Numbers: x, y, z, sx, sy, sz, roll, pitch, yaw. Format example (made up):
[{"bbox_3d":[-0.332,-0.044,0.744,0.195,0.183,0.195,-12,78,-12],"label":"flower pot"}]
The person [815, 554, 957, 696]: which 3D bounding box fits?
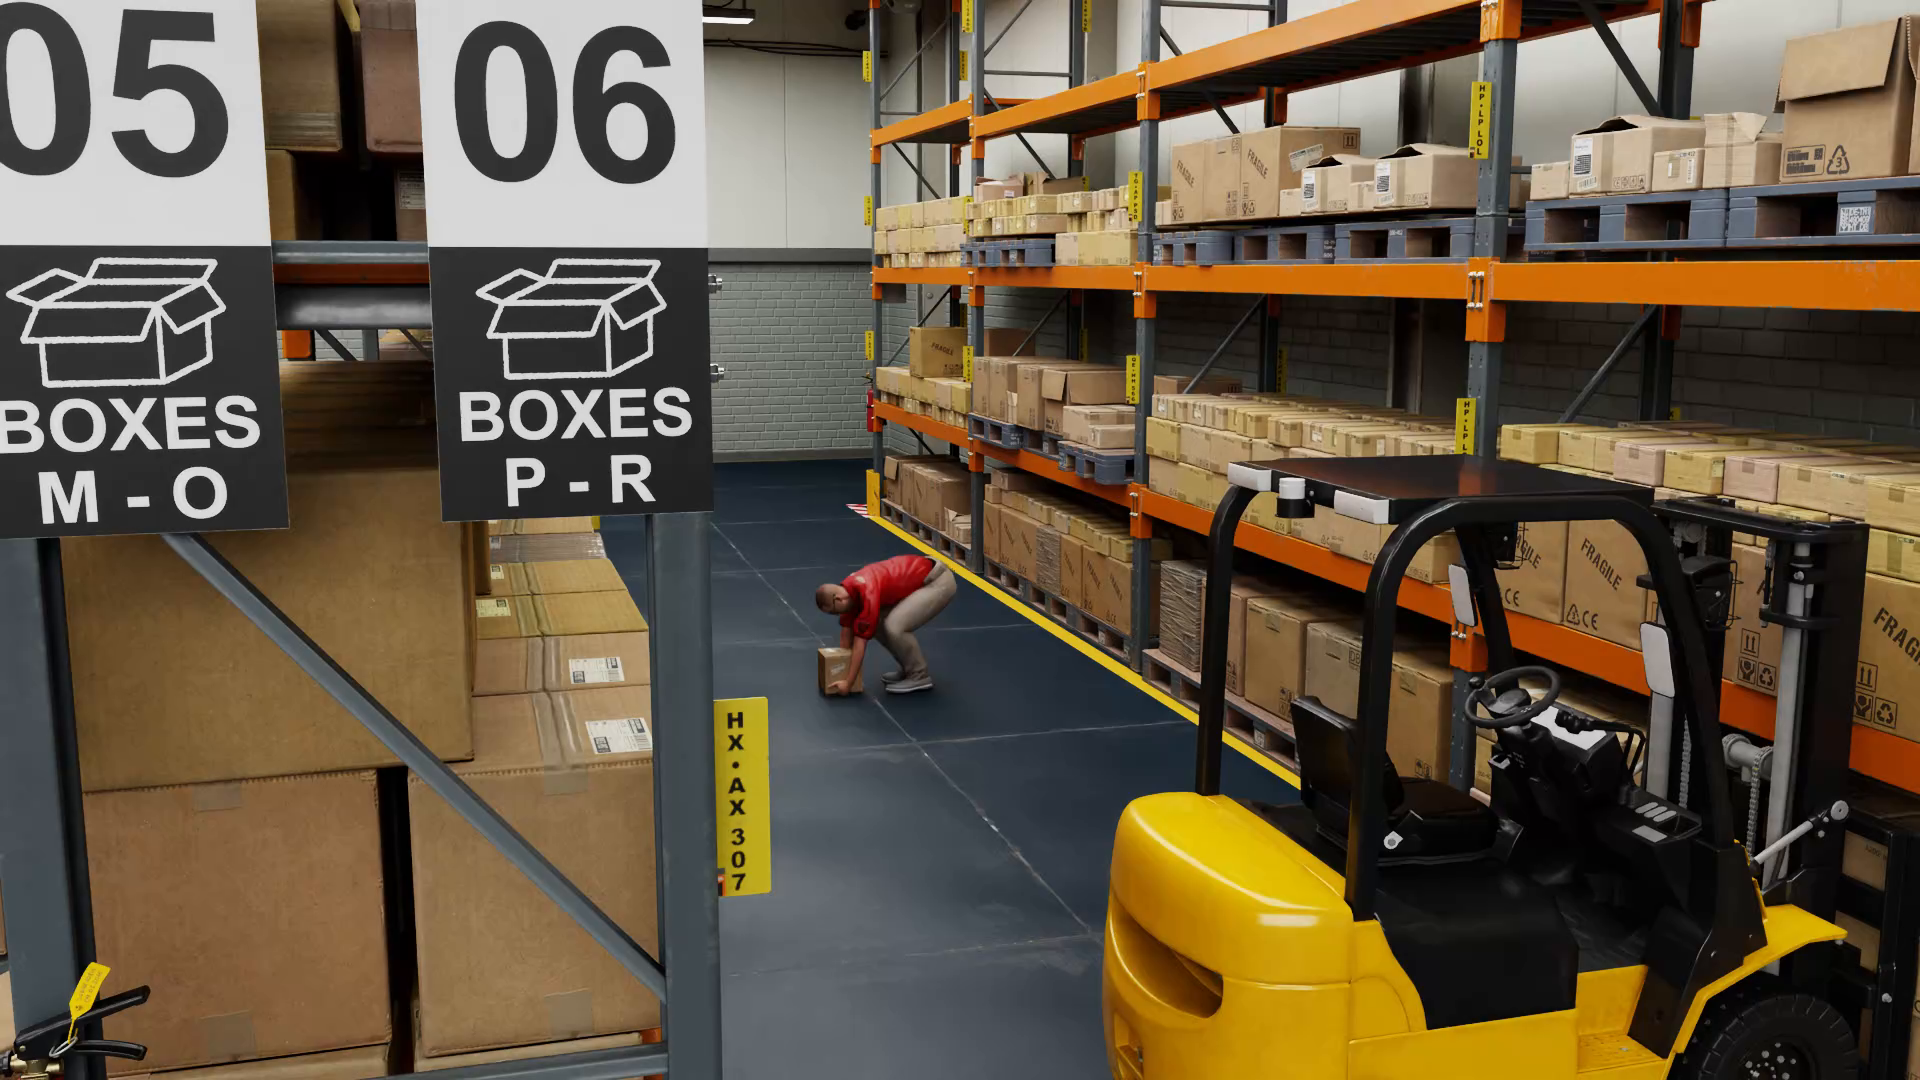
[{"bbox_3d":[-0.499,0.557,11.095,0.956,0.894,0.529,-3,10,-19],"label":"person"}]
